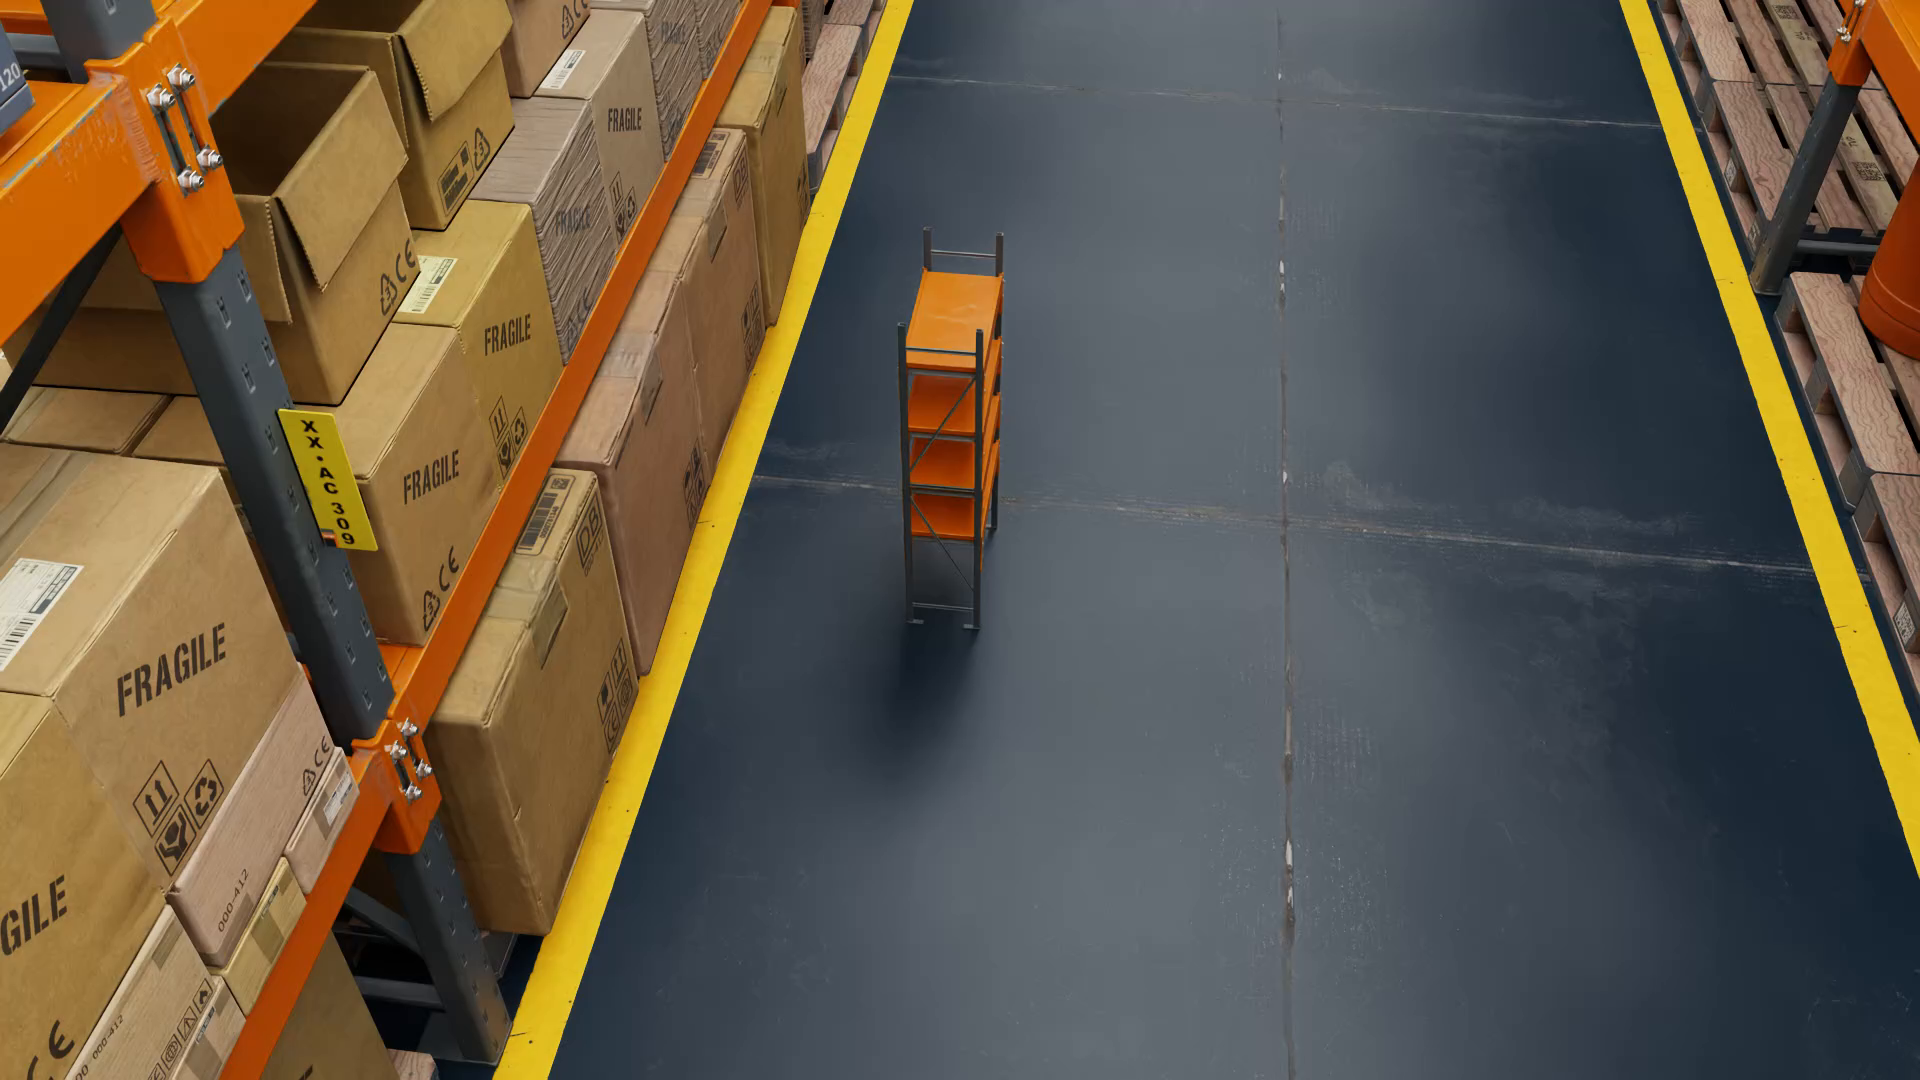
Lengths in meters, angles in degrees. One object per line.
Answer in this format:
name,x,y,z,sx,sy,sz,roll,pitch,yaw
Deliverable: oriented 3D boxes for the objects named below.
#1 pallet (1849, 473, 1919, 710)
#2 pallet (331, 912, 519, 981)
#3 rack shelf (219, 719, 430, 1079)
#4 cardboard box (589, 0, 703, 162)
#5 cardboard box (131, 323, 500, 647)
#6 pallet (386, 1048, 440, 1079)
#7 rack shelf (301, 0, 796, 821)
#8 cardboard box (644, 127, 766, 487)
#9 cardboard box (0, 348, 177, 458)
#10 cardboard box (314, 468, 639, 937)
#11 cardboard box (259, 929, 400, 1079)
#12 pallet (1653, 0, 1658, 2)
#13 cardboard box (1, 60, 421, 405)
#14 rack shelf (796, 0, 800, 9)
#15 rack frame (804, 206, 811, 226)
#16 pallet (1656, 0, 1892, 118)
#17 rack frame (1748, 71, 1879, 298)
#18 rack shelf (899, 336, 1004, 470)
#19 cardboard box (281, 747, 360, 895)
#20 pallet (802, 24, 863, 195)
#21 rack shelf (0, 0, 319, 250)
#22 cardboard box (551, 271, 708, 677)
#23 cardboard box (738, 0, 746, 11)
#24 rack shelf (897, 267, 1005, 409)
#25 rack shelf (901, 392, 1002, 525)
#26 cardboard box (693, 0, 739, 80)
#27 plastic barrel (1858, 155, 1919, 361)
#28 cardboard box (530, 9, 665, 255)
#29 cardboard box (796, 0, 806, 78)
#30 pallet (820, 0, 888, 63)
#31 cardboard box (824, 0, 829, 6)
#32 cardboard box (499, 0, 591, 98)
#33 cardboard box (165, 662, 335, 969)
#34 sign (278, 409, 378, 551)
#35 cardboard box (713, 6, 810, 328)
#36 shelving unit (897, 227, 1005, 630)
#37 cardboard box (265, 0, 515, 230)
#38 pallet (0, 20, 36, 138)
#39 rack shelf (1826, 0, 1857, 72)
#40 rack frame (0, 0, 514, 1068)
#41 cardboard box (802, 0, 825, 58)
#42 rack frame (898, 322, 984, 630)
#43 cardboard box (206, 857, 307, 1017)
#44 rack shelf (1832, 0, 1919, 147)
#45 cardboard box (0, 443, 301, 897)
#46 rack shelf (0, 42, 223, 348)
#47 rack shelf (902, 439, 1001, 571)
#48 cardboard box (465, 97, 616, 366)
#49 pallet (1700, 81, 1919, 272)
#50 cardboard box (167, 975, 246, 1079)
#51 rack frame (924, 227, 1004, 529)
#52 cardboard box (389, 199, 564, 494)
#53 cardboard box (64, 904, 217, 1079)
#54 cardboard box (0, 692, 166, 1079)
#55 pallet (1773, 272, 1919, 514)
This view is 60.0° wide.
pallet,3.528,0.297,5.283,1.003,0.211,1.213,5,44,6
pallet,-1.657,0.670,4.889,1.003,0.211,1.213,5,44,6
rack shelf,-1.948,1.815,2.175,1.077,0.370,4.000,5,44,6
cardboard box,-1.112,-1.520,5.101,0.500,0.500,0.500,4,44,4
cardboard box,-1.375,-0.137,3.640,0.500,0.500,0.500,5,44,6
pallet,-1.862,1.714,3.786,1.003,0.211,1.213,5,44,6
rack shelf,-1.420,-0.911,5.054,1.077,0.370,4.000,5,44,6
cardboard box,-1.393,-0.841,5.697,1.225,0.875,0.875,5,44,6
cardboard box,-1.893,-0.190,3.696,0.500,0.500,0.500,5,44,6
cardboard box,-1.619,0.371,4.416,1.225,0.875,0.875,5,44,6
cardboard box,-1.851,1.252,3.486,0.875,0.875,0.875,5,44,6
pallet,4.218,-3.260,9.040,1.003,0.211,1.213,5,44,6
cardboard box,-1.608,-0.646,3.449,0.797,0.503,0.637,4,44,4
rack shelf,-0.891,-3.638,7.933,1.077,0.370,4.000,5,44,6
rack frame,-1.155,-2.536,6.246,1.000,3.000,0.127,5,44,6
pallet,4.059,-2.426,8.159,1.003,0.211,1.213,5,44,6
rack frame,3.754,-2.086,5.771,1.000,3.000,0.127,5,44,6
rack shelf,-0.022,-0.436,5.111,0.258,0.148,0.480,5,44,6
cardboard box,-1.400,0.519,3.203,0.380,0.149,0.250,5,44,6
pallet,-1.050,-2.056,7.767,1.003,0.211,1.213,5,44,6
rack shelf,-1.420,-2.001,4.023,1.077,0.370,4.000,5,44,6
cardboard box,-1.502,-0.238,5.059,1.225,0.875,0.875,4,44,4
cardboard box,-0.975,-2.213,5.833,0.500,0.500,0.500,6,44,7
rack shelf,-0.022,-0.608,4.948,0.258,0.148,0.480,5,44,6
rack shelf,-0.022,-0.274,5.265,0.258,0.148,0.480,5,44,6
cardboard box,-1.047,-1.874,5.475,0.500,0.500,0.500,5,44,5
plastic barrel,3.707,-1.115,6.019,0.600,0.830,0.708,5,44,6
cardboard box,-1.180,-1.173,4.735,0.500,0.500,0.500,6,44,6
cardboard box,-1.086,-2.246,7.439,0.700,0.500,0.500,3,44,3
pallet,-0.887,-2.885,8.643,1.003,0.211,1.213,5,44,6
cardboard box,-0.958,-3.012,8.248,0.700,0.500,0.500,9,44,9
cardboard box,-1.439,-1.538,4.390,0.797,0.503,0.637,7,44,7
cardboard box,-1.482,0.462,2.974,0.500,0.250,0.500,4,44,5
sign,-1.134,-0.103,2.990,0.100,0.325,0.005,5,44,6
cardboard box,-1.267,-1.448,6.338,1.225,0.875,0.875,3,44,4
shelving unit,-0.022,-0.323,5.218,0.258,1.200,0.503,5,44,6
cardboard box,-1.506,-1.113,3.941,0.797,0.503,0.637,6,44,6
pallet,-1.803,-0.310,1.779,1.003,0.211,1.213,5,44,6
rack shelf,4.019,-3.187,7.458,1.077,0.370,4.000,5,44,6
rack frame,-1.684,0.190,3.367,1.000,3.000,0.127,5,44,6
cardboard box,-1.026,-2.625,7.839,0.700,0.500,0.500,2,43,2
rack frame,-0.054,-0.157,5.043,0.240,1.200,0.015,5,44,6
cardboard box,-1.433,0.695,3.017,0.380,0.149,0.250,6,44,6
rack shelf,3.490,-0.461,4.579,1.077,0.370,4.000,5,44,6
cardboard box,-1.480,0.202,2.702,0.500,0.500,0.500,6,44,7
rack shelf,-1.948,0.725,1.144,1.077,0.370,4.000,5,44,6
rack shelf,-0.022,-0.130,5.401,0.258,0.148,0.480,5,44,6
cardboard box,-1.243,-0.820,4.362,0.500,0.500,0.500,4,44,5
pallet,3.895,-1.597,7.284,1.003,0.211,1.213,5,44,6
cardboard box,-1.468,0.870,2.833,0.380,0.149,0.250,5,44,5
rack frame,0.010,-0.489,5.394,0.240,1.200,0.015,5,44,6
cardboard box,-1.310,-0.479,4.002,0.500,0.500,0.500,5,44,6
cardboard box,-1.548,0.814,2.601,0.500,0.250,0.500,6,44,7
cardboard box,-1.550,0.543,2.342,0.500,0.500,0.500,6,44,6
pallet,3.691,-0.532,6.158,1.003,0.211,1.213,5,44,6
